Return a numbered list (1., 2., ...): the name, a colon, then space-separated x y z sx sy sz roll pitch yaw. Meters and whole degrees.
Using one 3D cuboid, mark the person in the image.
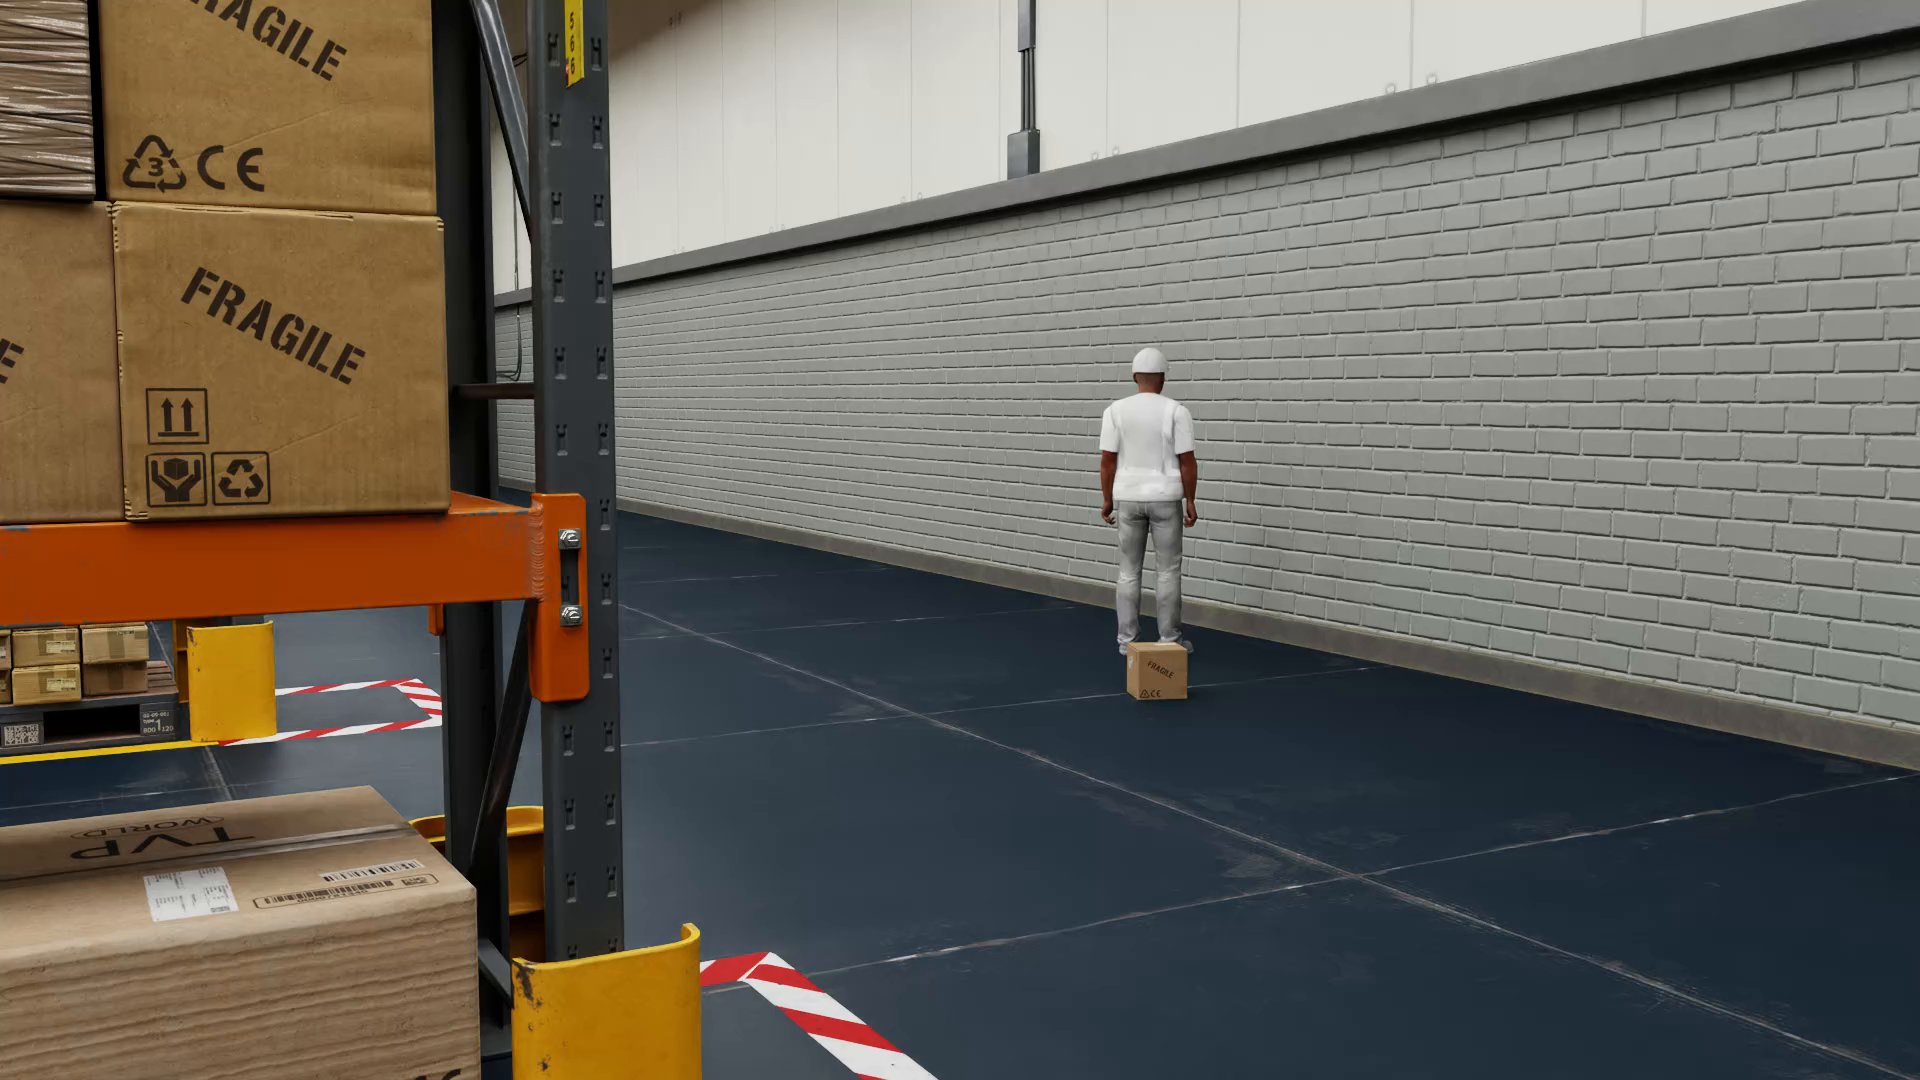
1. person: 1.094 -0.219 9.598 0.566 1.771 0.363 2 5 18
